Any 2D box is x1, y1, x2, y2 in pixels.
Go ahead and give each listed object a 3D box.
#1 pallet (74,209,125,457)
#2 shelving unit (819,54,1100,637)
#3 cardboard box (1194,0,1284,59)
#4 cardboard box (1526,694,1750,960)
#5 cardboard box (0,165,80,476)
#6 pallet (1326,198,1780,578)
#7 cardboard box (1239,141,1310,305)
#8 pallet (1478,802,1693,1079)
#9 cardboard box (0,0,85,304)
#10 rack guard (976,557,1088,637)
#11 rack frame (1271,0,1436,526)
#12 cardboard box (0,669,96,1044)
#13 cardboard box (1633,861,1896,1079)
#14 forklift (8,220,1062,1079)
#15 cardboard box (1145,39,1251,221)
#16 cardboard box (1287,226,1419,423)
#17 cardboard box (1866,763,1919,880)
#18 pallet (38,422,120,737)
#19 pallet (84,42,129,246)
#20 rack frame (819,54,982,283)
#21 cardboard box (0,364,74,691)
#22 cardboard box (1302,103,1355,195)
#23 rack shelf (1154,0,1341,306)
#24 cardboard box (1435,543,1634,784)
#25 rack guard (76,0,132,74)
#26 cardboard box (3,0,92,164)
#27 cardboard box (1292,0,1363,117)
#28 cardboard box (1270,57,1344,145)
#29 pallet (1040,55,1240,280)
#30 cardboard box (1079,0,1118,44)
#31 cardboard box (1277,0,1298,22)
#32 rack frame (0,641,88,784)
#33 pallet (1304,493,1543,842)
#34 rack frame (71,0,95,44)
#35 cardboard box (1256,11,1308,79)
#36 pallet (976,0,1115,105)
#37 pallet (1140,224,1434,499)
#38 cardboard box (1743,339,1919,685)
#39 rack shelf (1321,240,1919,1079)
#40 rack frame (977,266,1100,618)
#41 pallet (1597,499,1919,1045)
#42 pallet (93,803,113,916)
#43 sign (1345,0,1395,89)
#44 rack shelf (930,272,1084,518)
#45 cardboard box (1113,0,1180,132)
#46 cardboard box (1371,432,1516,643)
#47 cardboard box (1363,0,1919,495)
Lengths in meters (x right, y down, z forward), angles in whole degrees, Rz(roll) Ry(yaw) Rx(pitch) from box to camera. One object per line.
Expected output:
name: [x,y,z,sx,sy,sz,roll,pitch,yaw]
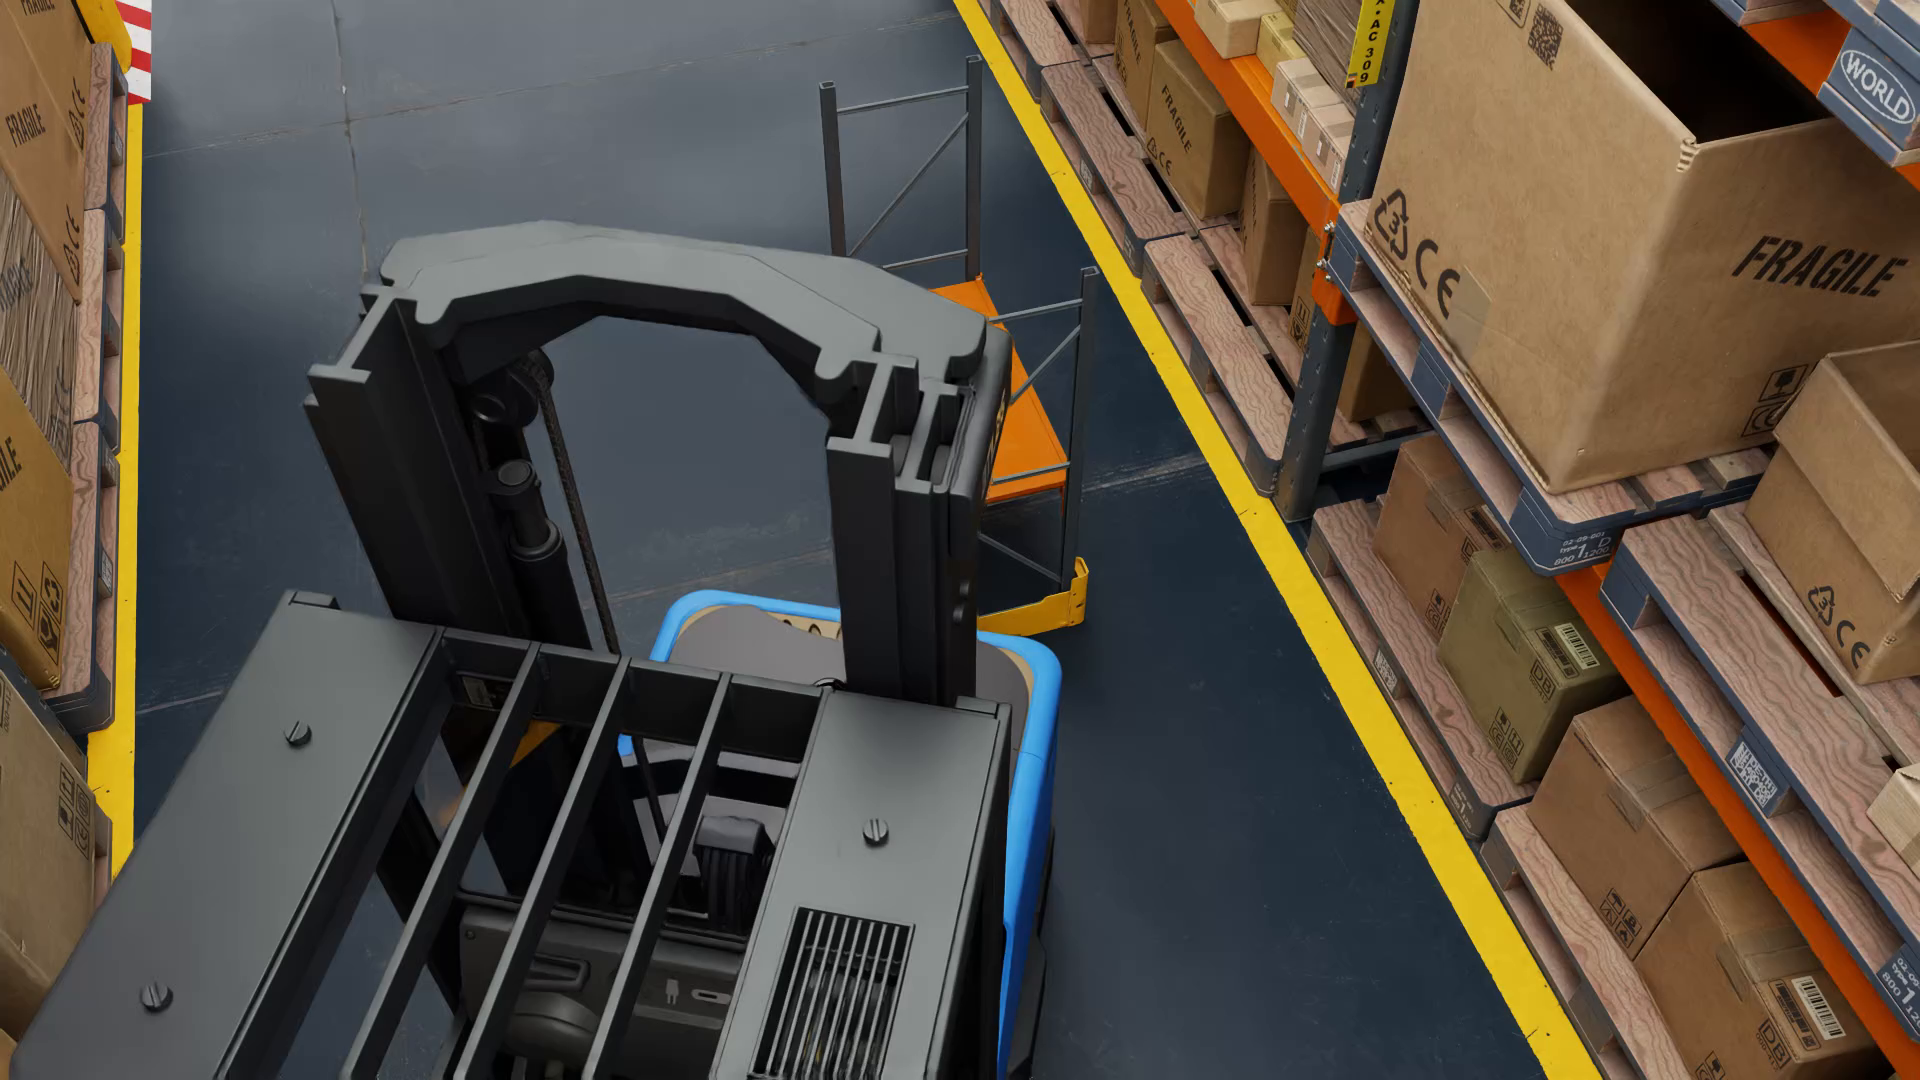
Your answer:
pallet: [-3.687,-0.694,6.197,1.003,0.211,1.213,-13,51,-11]
shelving unit: [-0.023,-0.539,5.224,0.587,1.500,1.083,-13,51,-11]
cardboard box: [0.989,-1.723,5.405,0.380,0.149,0.250,-13,51,-11]
cardboard box: [2.045,0.703,4.542,0.700,0.500,0.500,-17,52,-14]
cardboard box: [-3.562,-0.711,5.502,0.875,0.875,0.875,-13,51,-11]
pallet: [1.683,-0.522,4.354,1.003,0.211,1.213,-13,51,-11]
cardboard box: [1.339,-1.223,6.179,0.500,0.500,0.500,1,50,1]
pallet: [2.192,1.185,4.613,1.003,0.211,1.213,-13,51,-11]
cardboard box: [-3.830,-1.377,6.064,0.875,0.875,0.875,-14,51,-12]
rack guard: [0.125,0.227,5.395,0.587,0.250,0.087,-13,51,-11]
rack frame: [1.595,-1.175,4.779,1.000,3.000,0.127,-13,51,-11]
cardboard box: [-2.903,0.895,4.230,1.050,0.750,0.750,-14,51,-11]
cardboard box: [2.211,1.111,4.199,0.700,0.500,0.500,-9,51,-8]
forklift: [-0.516,1.040,2.956,1.130,2.935,3.031,8,50,7]
cardboard box: [1.080,-1.658,6.546,0.500,0.500,0.500,-17,52,-14]
cardboard box: [1.515,-0.806,5.828,0.500,0.500,0.500,-15,51,-12]
cardboard box: [2.027,0.498,3.182,0.396,0.266,0.258,-15,51,-12]
pallet: [-3.323,0.198,5.445,1.003,0.211,1.213,-13,51,-11]
pallet: [-4.044,-1.584,6.947,1.003,0.211,1.213,-13,51,-11]
rack frame: [-0.176,-0.917,5.542,0.500,1.500,0.032,-13,51,-11]
cardboard box: [-3.292,-0.053,4.948,0.875,0.875,0.875,-13,51,-10]
cardboard box: [1.251,-1.185,4.951,0.380,0.149,0.250,-13,51,-11]
rack shelf: [1.004,-2.404,6.285,1.077,0.370,4.000,-13,51,-11]
cardboard box: [1.880,0.295,4.887,0.700,0.500,0.500,-14,51,-11]
rack guard: [-4.363,-2.261,7.329,1.175,0.500,0.348,-13,51,-11]
cardboard box: [-4.092,-2.019,6.605,0.875,0.875,0.875,-13,51,-11]
cardboard box: [1.521,-1.646,4.916,0.875,0.500,0.500,-13,51,-11]
cardboard box: [1.186,-1.369,5.107,0.380,0.149,0.250,-13,51,-11]
pallet: [0.999,-1.651,7.004,1.003,0.211,1.213,-13,51,-11]
cardboard box: [0.791,-2.537,7.288,0.500,0.500,0.500,-2,50,-1]
cardboard box: [1.407,-2.019,5.230,0.875,0.500,0.500,-13,51,-11]
rack frame: [-3.173,-0.127,3.895,1.000,3.000,0.127,-13,51,-11]
pallet: [1.827,0.292,5.366,1.003,0.211,1.213,-13,51,-11]
rack frame: [-4.355,-3.049,6.358,1.000,3.000,0.127,-13,51,-11]
cardboard box: [1.170,-1.566,5.272,0.380,0.149,0.250,-13,51,-11]
pallet: [0.641,-2.541,7.754,1.003,0.211,1.213,-13,51,-11]
pallet: [1.363,-0.759,6.252,1.003,0.211,1.213,-13,51,-11]
cardboard box: [2.196,-0.098,3.529,0.797,0.503,0.637,-9,50,-7]
rack shelf: [2.187,0.518,3.822,1.077,0.370,4.000,-13,51,-11]
rack frame: [0.125,-0.174,4.916,0.500,1.500,0.032,-13,51,-11]
pallet: [2.154,0.372,3.600,1.003,0.211,1.213,-13,51,-11]
pallet: [-2.872,1.318,4.501,1.003,0.211,1.213,-13,51,-11]
sign: [1.079,-1.326,4.340,0.100,0.325,0.005,-13,51,-11]
rack shelf: [-0.025,-0.430,5.367,0.538,0.185,1.000,-13,51,-11]
cardboard box: [0.958,-2.076,6.898,0.500,0.500,0.500,-9,50,-8]
cardboard box: [1.756,-0.058,5.184,0.700,0.500,0.500,-17,52,-14]
cardboard box: [1.697,-0.892,3.873,1.000,1.000,1.000,-13,51,-11]
